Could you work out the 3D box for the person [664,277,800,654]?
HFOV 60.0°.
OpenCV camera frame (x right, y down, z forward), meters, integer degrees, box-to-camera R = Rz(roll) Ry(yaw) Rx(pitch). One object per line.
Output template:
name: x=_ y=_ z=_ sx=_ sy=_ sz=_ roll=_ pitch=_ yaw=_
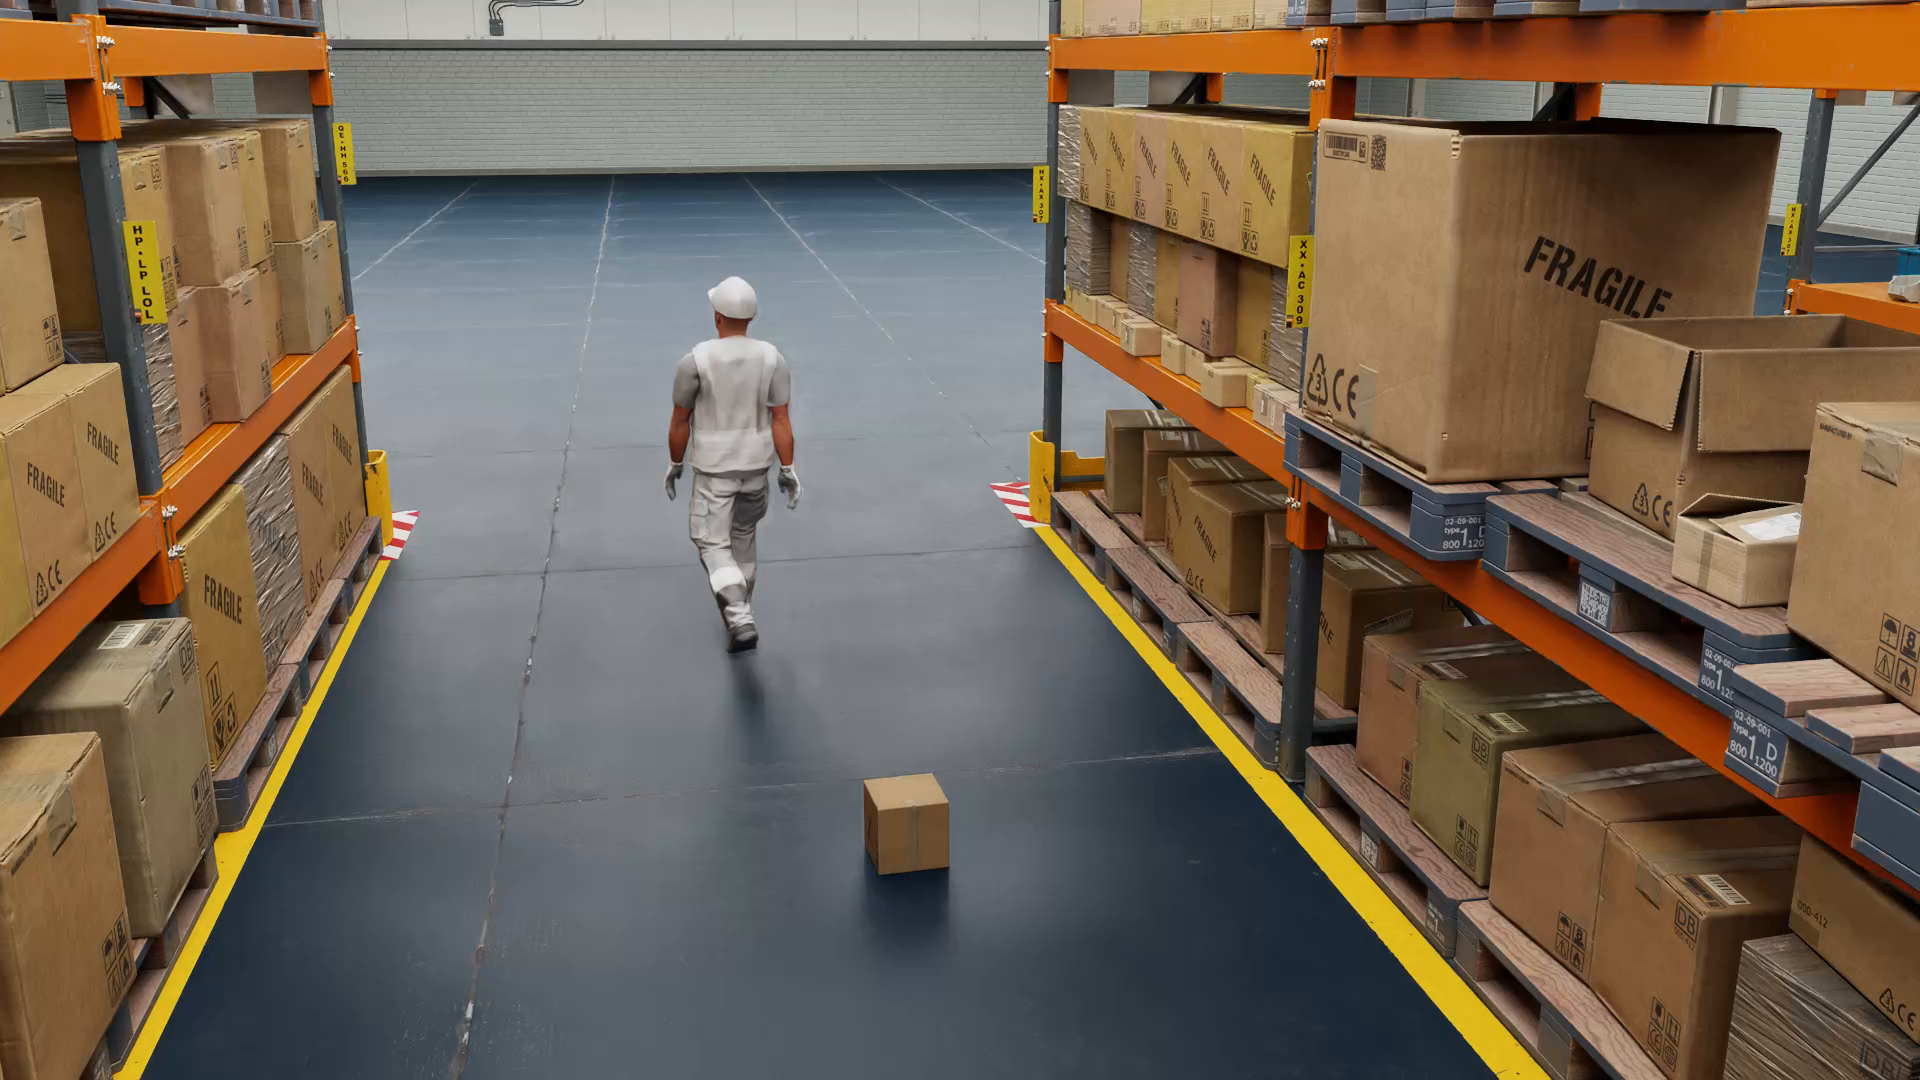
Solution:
person: x=-1.052 y=-0.336 z=7.658 sx=0.582 sy=1.746 sz=1.002 roll=-7 pitch=18 yaw=-24
